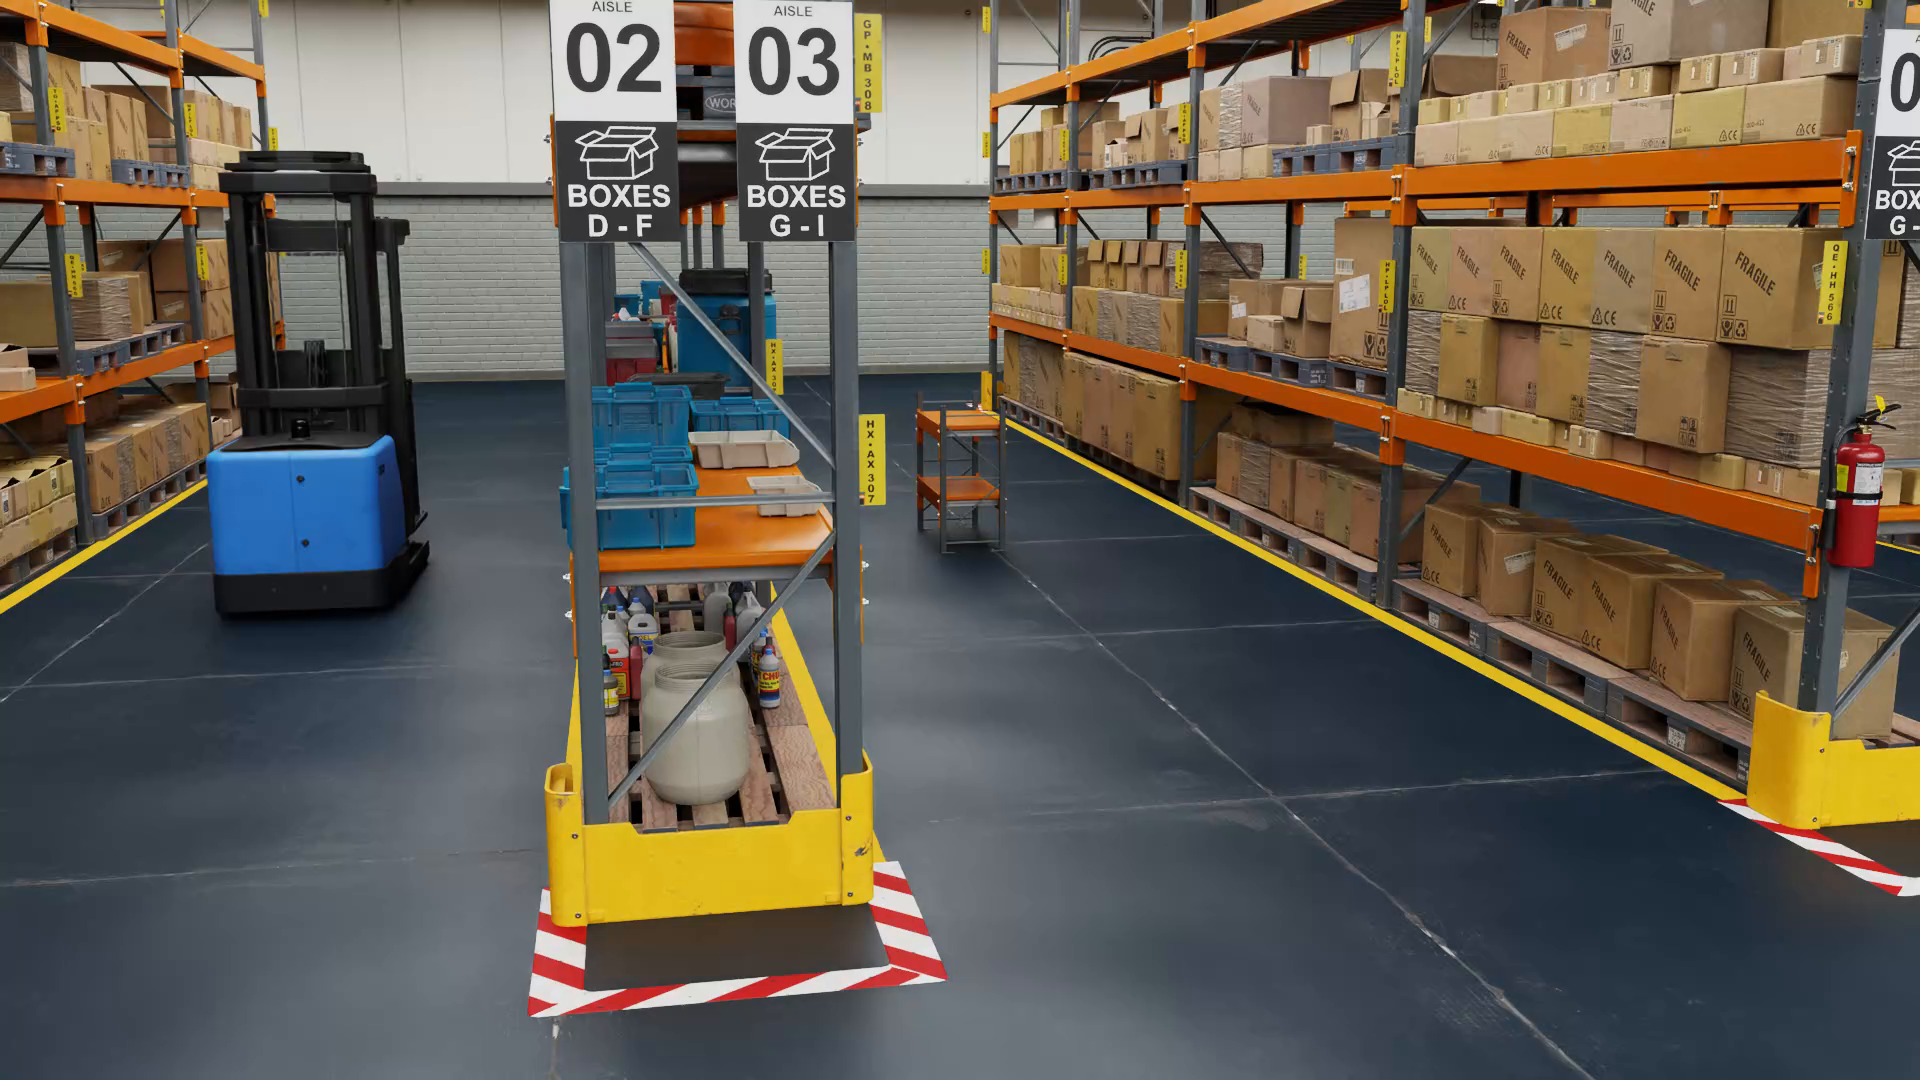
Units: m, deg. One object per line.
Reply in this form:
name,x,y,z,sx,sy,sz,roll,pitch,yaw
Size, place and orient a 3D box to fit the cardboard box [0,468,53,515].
cardboard box,-6.821,-0.367,11.833,0.500,0.311,0.500,-2,11,-12

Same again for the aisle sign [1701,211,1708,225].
aisle sign,10.900,-4.907,24.001,0.394,0.787,0.004,-2,11,-11

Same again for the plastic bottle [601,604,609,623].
plastic bottle,-1.857,0.484,8.720,0.061,0.283,0.133,-2,11,-8

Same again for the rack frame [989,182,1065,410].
rack frame,0.890,-3.245,22.223,1.000,3.000,0.127,-2,11,-11

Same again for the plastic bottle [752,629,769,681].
plastic bottle,-0.990,0.569,8.306,0.097,0.271,0.097,0,11,0

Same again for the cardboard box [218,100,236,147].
cardboard box,-8.496,-4.623,18.499,0.700,0.500,0.500,-2,11,-11

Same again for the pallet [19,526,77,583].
pallet,-7.151,0.104,12.085,1.003,0.211,1.213,-2,11,-11

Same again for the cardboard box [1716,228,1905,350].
cardboard box,3.652,-1.089,7.157,0.500,0.500,0.500,-2,11,-11

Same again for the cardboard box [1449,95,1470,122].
cardboard box,3.103,-2.523,9.740,0.380,0.149,0.250,-3,11,-14

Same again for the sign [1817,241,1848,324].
sign,3.453,-1.018,6.580,0.100,0.325,0.005,-2,11,-11

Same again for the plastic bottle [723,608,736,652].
plastic bottle,-1.203,0.490,8.686,0.061,0.283,0.133,-2,11,-11

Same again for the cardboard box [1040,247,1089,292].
cardboard box,1.222,-3.119,19.160,0.500,0.500,0.500,-2,11,-10

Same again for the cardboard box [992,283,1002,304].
cardboard box,0.718,-3.219,21.695,0.500,0.250,0.500,-2,11,-13

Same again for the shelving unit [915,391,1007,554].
shelving unit,-0.001,-0.554,13.098,0.538,1.125,1.048,-2,11,-11

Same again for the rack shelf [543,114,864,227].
rack shelf,-1.246,-1.617,7.573,1.077,0.370,4.000,-2,11,-11

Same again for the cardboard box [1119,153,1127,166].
cardboard box,1.810,-3.789,16.608,0.380,0.149,0.250,-3,11,-13

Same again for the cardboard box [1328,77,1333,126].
cardboard box,2.975,-3.282,12.793,0.500,0.500,0.500,-2,11,-10

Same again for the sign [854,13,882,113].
sign,-0.316,-1.627,5.678,0.100,0.325,0.005,-2,11,-11

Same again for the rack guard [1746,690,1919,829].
rack guard,3.987,0.904,7.112,1.175,0.500,0.348,-2,11,-11

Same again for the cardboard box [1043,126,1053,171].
cardboard box,1.356,-4.529,19.291,0.700,0.500,0.500,-2,11,-8

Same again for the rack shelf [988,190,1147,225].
rack shelf,1.279,-3.998,20.082,1.077,0.370,4.000,-2,11,-11

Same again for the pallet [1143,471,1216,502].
pallet,2.366,-0.555,15.549,1.003,0.211,1.213,-2,11,-11

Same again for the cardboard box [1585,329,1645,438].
cardboard box,3.652,-0.788,8.252,0.875,0.500,0.500,-2,11,-11

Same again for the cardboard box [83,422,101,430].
cardboard box,-7.893,-0.760,14.677,0.500,0.500,0.500,-3,11,-13

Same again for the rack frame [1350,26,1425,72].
rack frame,5.774,-6.354,22.512,1.000,3.000,0.127,-2,11,-11

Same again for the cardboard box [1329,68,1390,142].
cardboard box,3.045,-3.037,11.709,0.797,0.503,0.637,-2,11,-9

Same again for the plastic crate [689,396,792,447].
plastic crate,-1.153,-0.598,8.712,0.499,0.251,0.616,-2,11,-11

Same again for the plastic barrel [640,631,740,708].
plastic barrel,-1.157,0.676,7.154,0.421,0.512,0.421,0,11,0

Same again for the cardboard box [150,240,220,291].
cardboard box,-7.866,-2.789,16.884,0.500,0.500,0.500,-2,11,-10

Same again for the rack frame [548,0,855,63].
rack frame,-0.857,-3.077,5.298,1.000,3.000,0.127,-2,11,-11

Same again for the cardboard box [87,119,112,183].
cardboard box,-7.591,-3.208,13.741,0.910,0.500,0.500,-2,11,-11

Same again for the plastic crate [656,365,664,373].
plastic crate,-2.250,-1.069,11.357,0.450,0.188,0.662,-2,11,-11

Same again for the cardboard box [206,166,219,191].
cardboard box,-7.995,-3.742,17.211,0.500,0.250,0.500,-2,11,-11

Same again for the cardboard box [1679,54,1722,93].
cardboard box,3.473,-2.089,7.462,0.380,0.149,0.250,-2,11,-11

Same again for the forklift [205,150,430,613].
forklift,-4.435,-1.206,11.692,1.130,2.935,3.031,-2,11,-10

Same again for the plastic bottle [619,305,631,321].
plastic bottle,-3.432,-2.223,16.986,0.144,0.351,0.185,-2,11,-11

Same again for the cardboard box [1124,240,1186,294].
cardboard box,2.058,-2.697,16.392,0.797,0.503,0.637,-2,11,-9

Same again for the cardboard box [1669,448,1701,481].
cardboard box,3.563,-0.368,7.779,0.380,0.149,0.250,-2,11,-11

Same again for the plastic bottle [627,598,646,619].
plastic bottle,-1.738,0.446,8.953,0.097,0.271,0.097,0,11,0

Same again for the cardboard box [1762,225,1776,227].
cardboard box,10.767,-4.057,21.812,0.380,0.149,0.250,-2,11,-11

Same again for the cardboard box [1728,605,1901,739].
cardboard box,3.896,0.596,7.604,0.500,0.500,0.500,0,11,0

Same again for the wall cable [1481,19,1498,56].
wall cable,9.228,-7.585,28.982,0.463,3.000,0.029,-2,11,-11

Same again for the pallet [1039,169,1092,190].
pallet,1.519,-4.092,18.886,1.003,0.211,1.213,-2,11,-11

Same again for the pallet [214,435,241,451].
pallet,-8.183,-0.908,17.402,1.003,0.211,1.213,-2,11,-11

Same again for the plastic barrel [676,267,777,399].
plastic barrel,-1.413,-1.192,10.096,0.600,0.901,0.708,-2,11,-11

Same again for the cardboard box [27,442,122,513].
cardboard box,-7.081,-0.500,13.310,0.500,0.500,0.500,-2,11,-9

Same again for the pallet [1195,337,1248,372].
pallet,2.689,-1.557,13.865,1.213,0.211,1.003,-2,11,-11

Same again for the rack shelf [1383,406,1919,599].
rack shelf,3.612,-0.324,8.799,1.077,0.370,4.000,-2,11,-11

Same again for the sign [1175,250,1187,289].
sign,1.902,-2.326,14.296,0.100,0.325,0.005,-2,11,-11

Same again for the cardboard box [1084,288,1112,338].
cardboard box,1.610,-2.375,17.383,0.500,0.500,0.500,-2,11,-11

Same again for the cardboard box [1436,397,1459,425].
cardboard box,3.082,-0.779,9.939,0.380,0.149,0.250,-2,11,-11

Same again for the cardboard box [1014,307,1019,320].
cardboard box,0.887,-2.809,20.602,0.380,0.149,0.250,-2,11,-12

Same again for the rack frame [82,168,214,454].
rack frame,-8.050,-2.152,16.479,1.000,3.000,0.127,-2,11,-11

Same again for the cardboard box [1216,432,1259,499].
cardboard box,2.595,-0.644,14.065,0.700,0.500,0.500,-3,11,-14
